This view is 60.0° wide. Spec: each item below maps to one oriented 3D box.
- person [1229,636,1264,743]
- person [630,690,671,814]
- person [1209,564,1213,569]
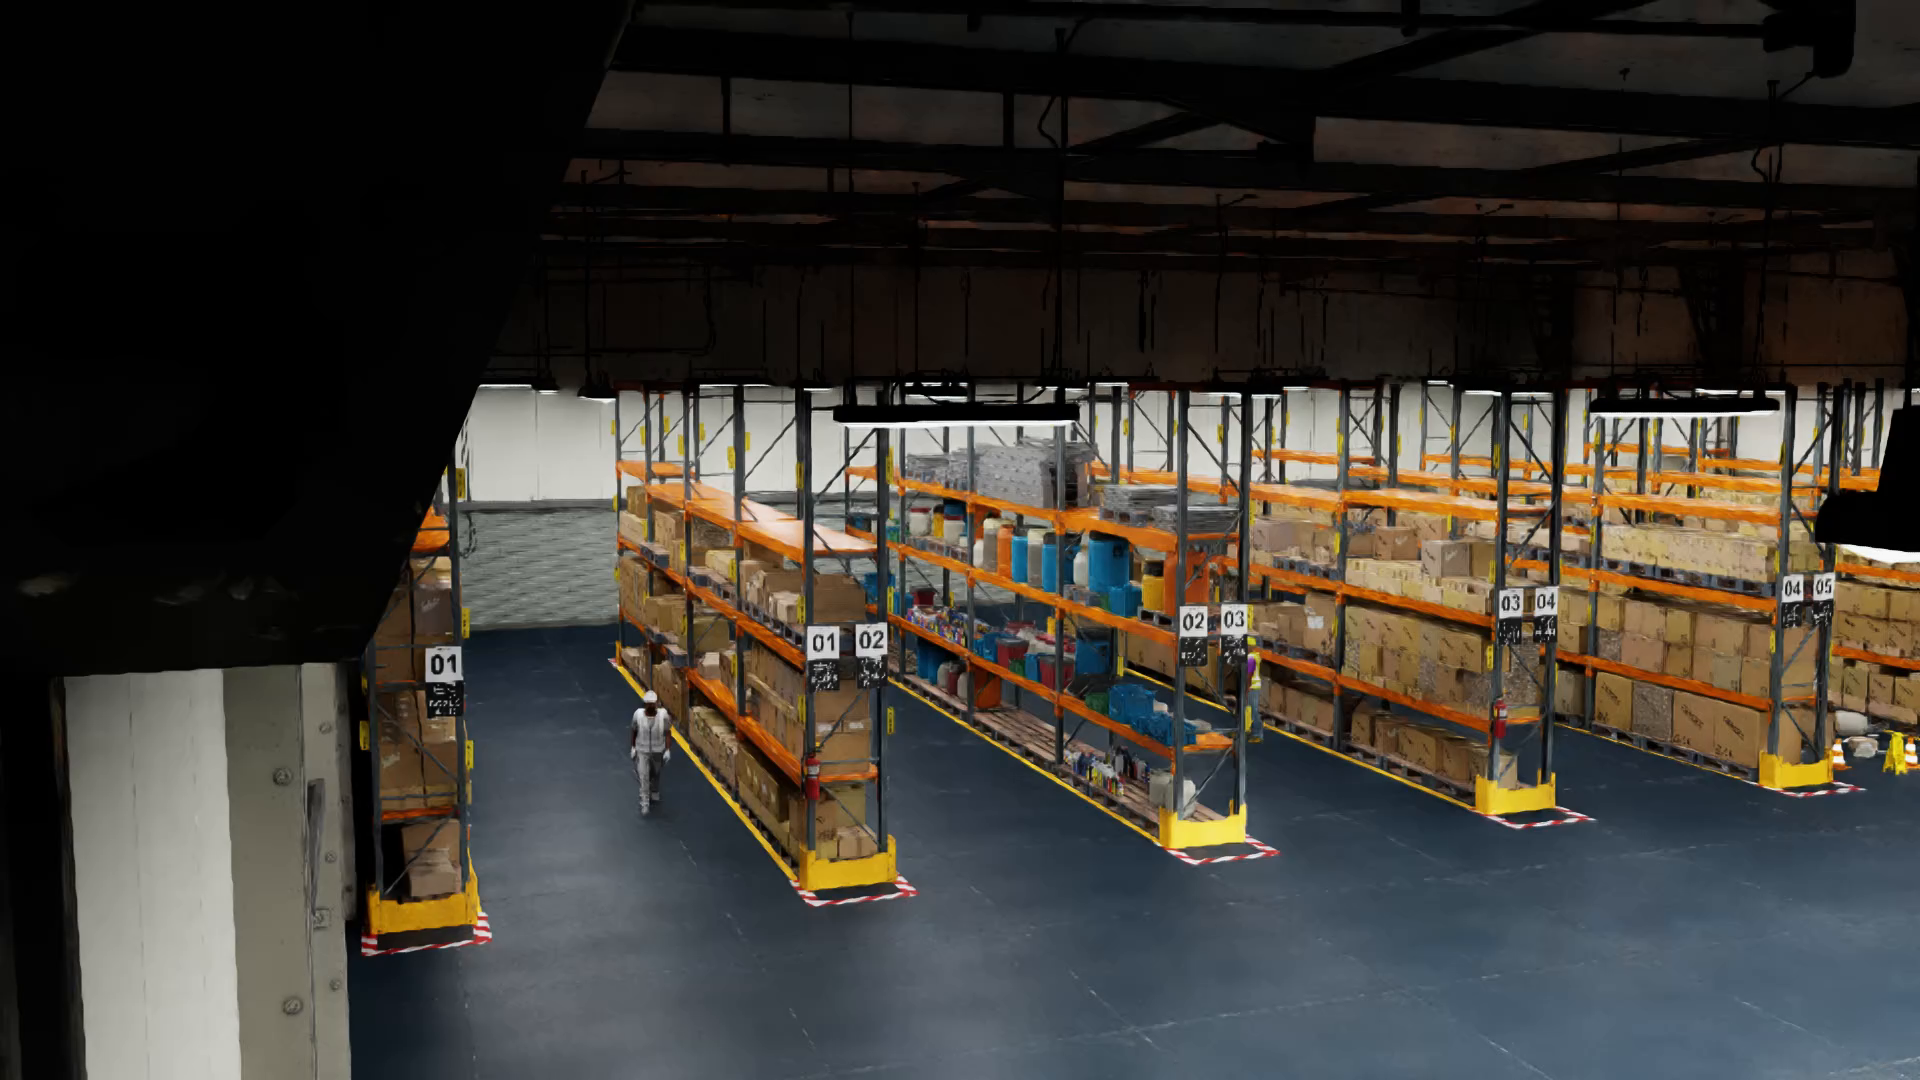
[{"bbox_3d":[4.834,2.484,27.964,0.580,1.763,0.673,1,6,11],"label":"person"},{"bbox_3d":[-4.379,2.969,23.616,0.569,1.702,1.119,-2,6,-17],"label":"person"},{"bbox_3d":[5.956,1.139,41.058,0.596,1.739,0.988,0,6,2],"label":"person"}]
